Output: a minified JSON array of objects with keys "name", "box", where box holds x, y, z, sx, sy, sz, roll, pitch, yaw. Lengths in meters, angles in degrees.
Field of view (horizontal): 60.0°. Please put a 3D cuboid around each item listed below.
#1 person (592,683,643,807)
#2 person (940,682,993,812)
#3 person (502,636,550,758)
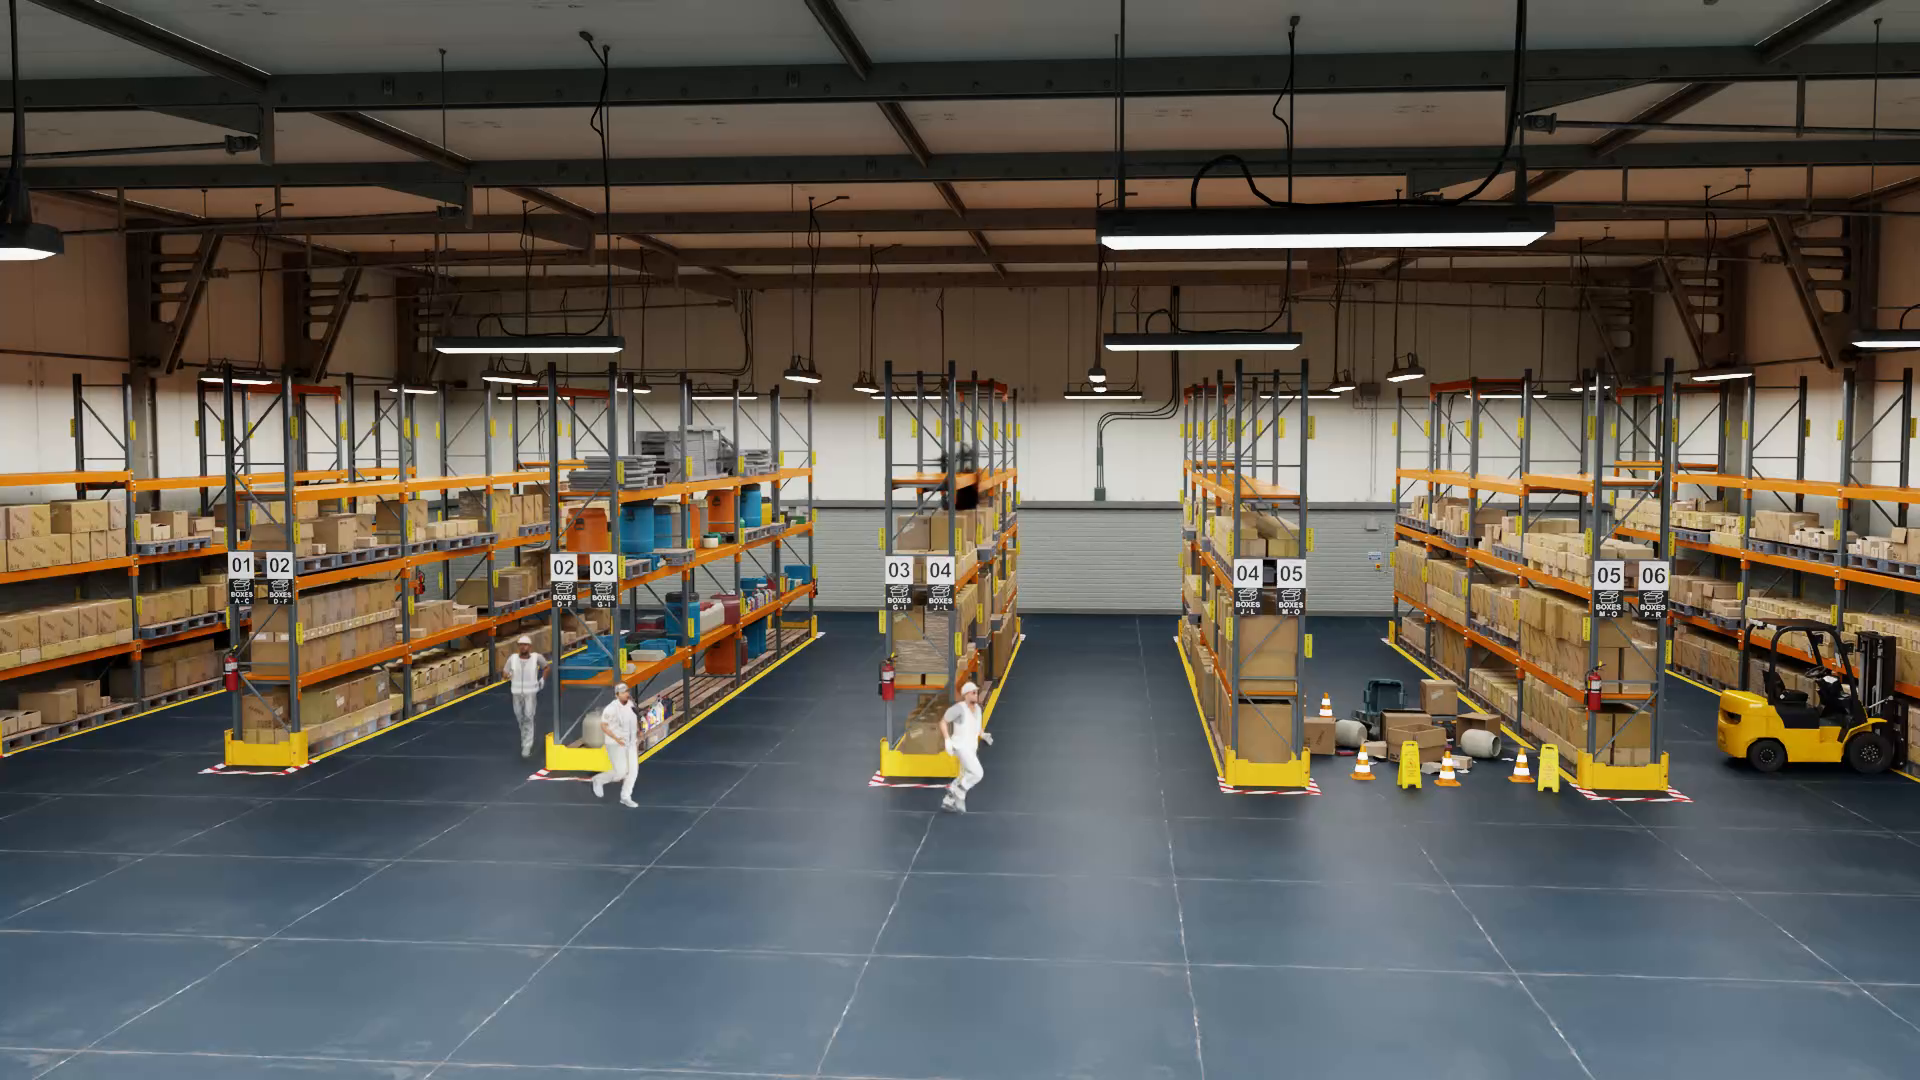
[{"name":"person","box":[-4.568,2.734,22.305,0.655,1.652,0.608,3,5,36]},{"name":"person","box":[0.084,2.697,21.649,0.752,1.710,0.582,3,5,34]},{"name":"person","box":[-6.743,2.394,25.762,0.669,1.816,0.843,0,4,-1]}]
